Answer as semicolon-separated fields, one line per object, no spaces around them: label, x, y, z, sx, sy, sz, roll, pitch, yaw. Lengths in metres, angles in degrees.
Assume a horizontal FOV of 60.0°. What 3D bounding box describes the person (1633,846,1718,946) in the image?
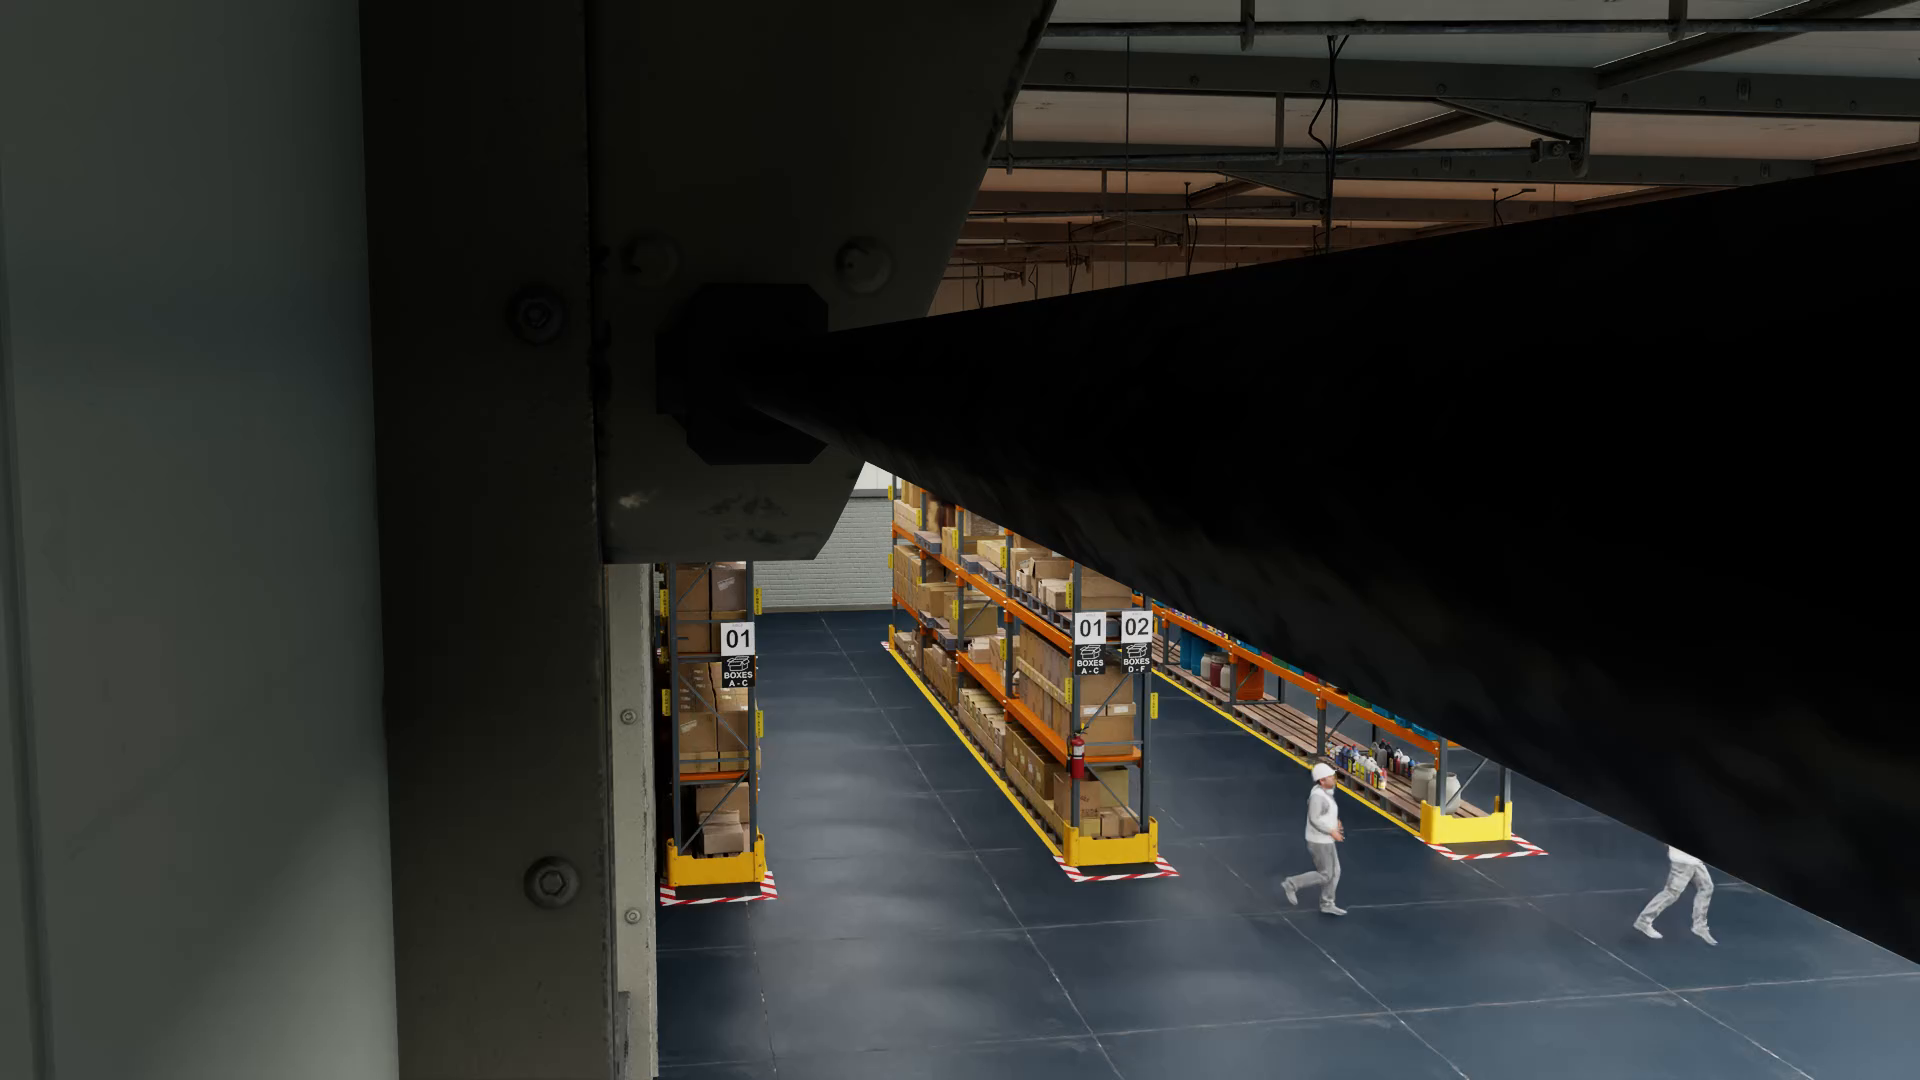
person;7.829;3.498;18.049;0.923;1.830;0.693;2;7;20

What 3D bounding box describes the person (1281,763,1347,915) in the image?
person;4.086;3.418;19.070;0.735;1.761;0.667;2;6;17
